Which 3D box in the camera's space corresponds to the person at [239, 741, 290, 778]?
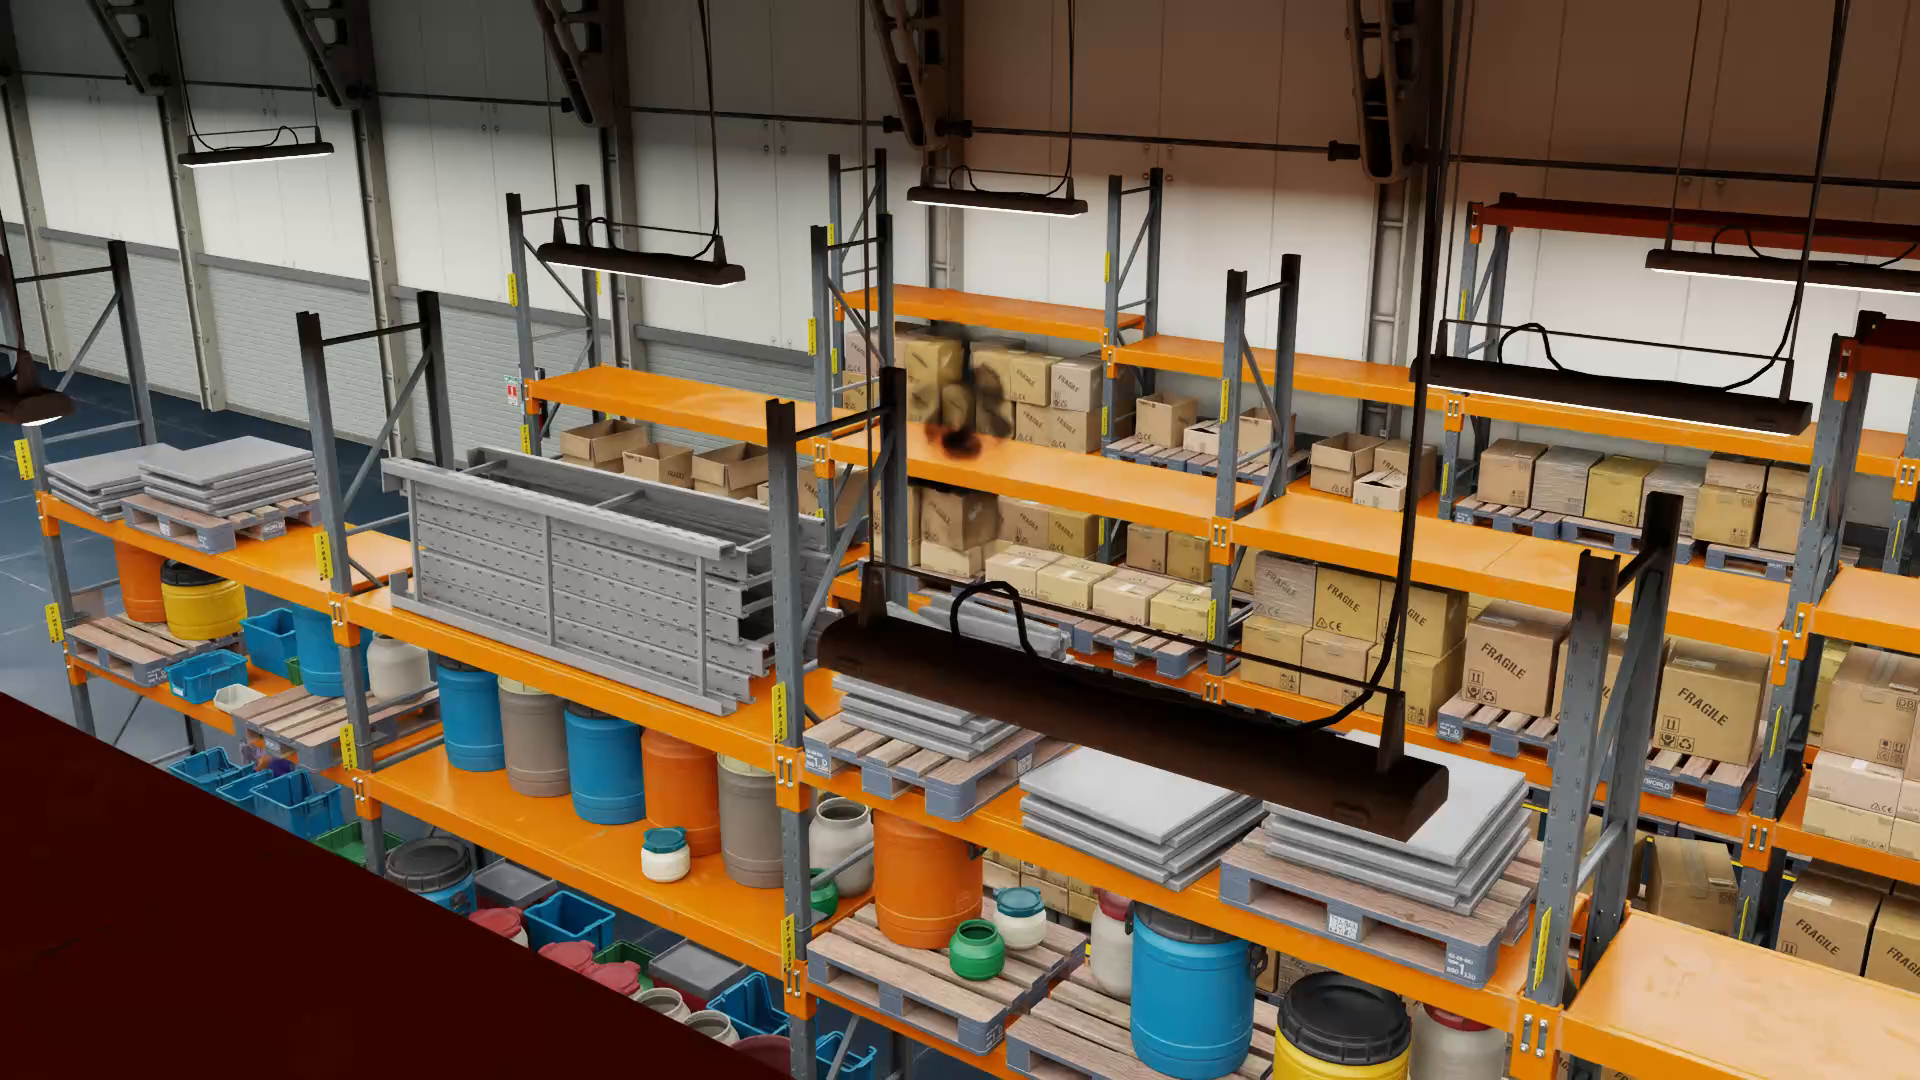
[{"bbox_3d":[-6.624,2.250,15.862,0.885,1.609,0.680,1,19,4],"label":"person"}]
